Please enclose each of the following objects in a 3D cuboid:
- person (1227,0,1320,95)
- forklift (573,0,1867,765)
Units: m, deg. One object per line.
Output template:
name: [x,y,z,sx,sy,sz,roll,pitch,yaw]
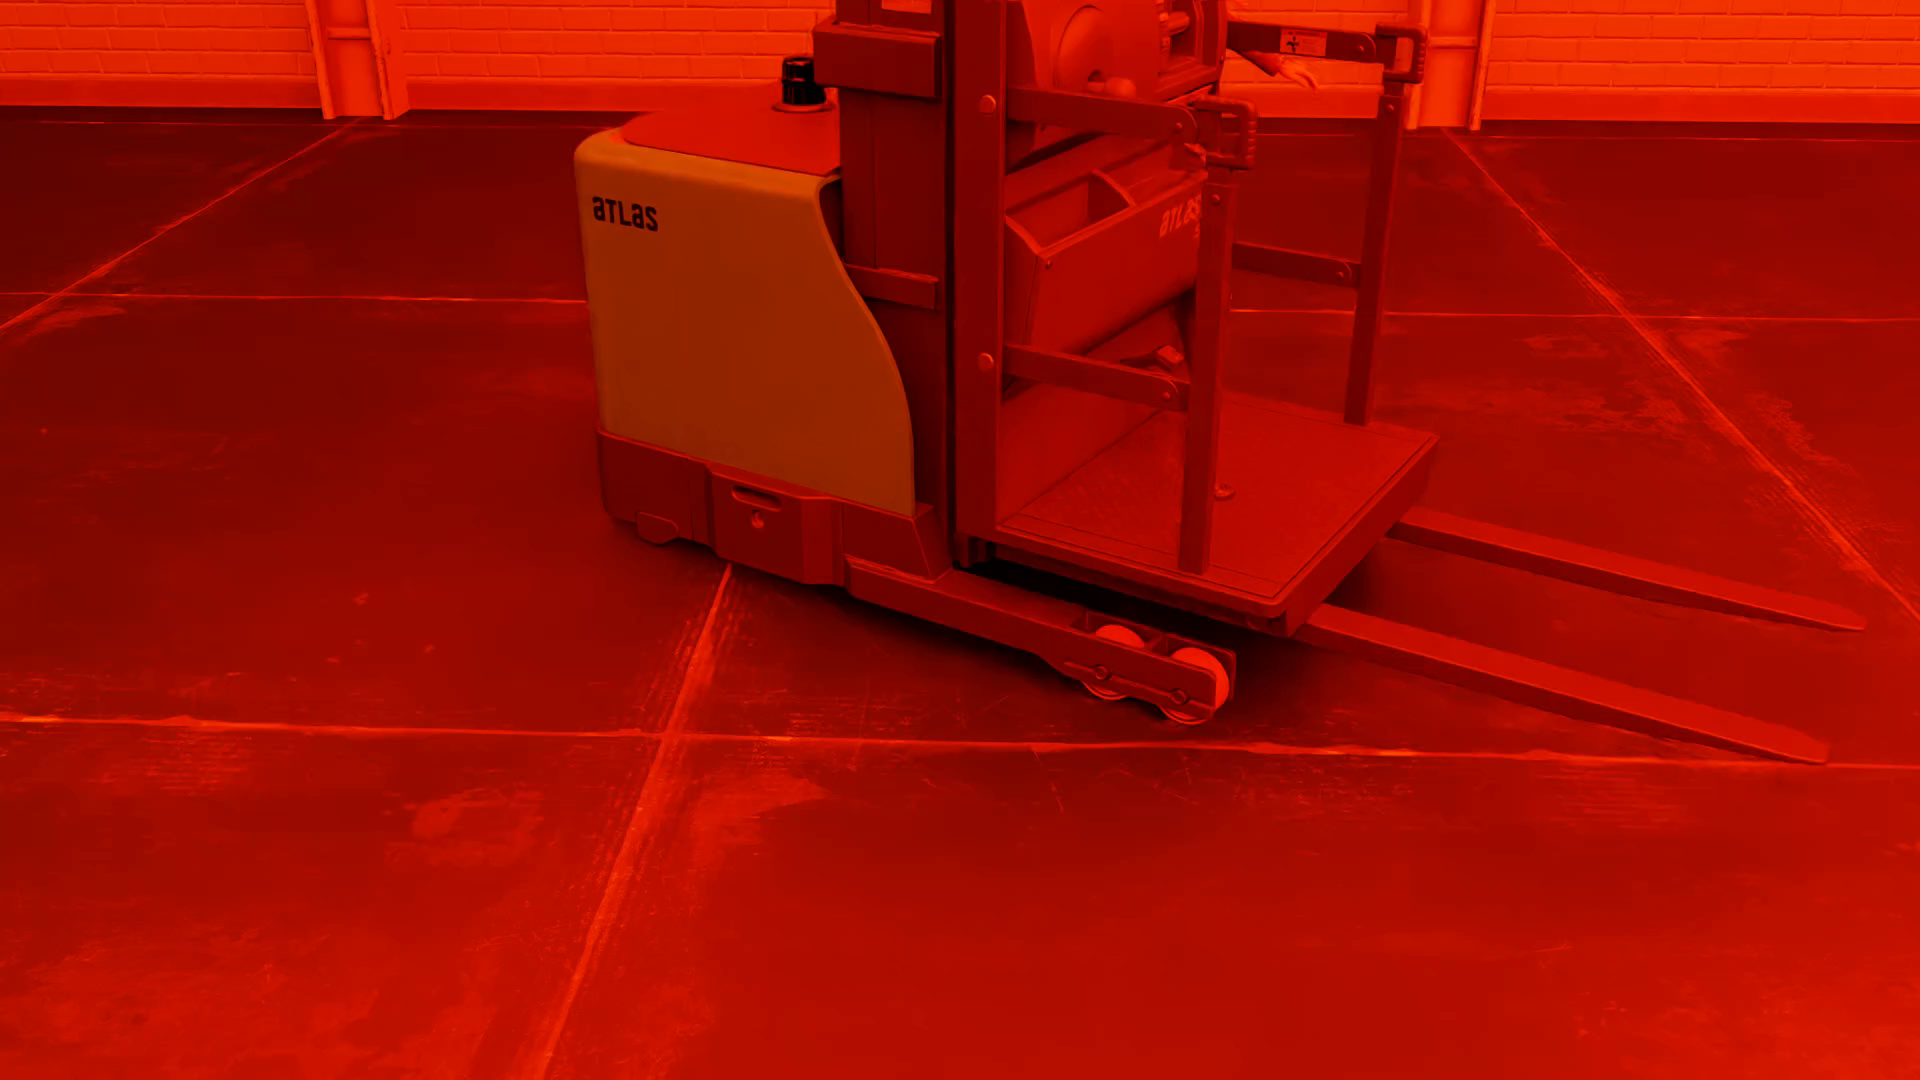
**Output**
person: [0.843,-1.589,6.093,0.992,1.501,0.844,2,26,5]
forklift: [0.541,-1.173,3.587,3.031,2.935,1.130,16,30,29]
